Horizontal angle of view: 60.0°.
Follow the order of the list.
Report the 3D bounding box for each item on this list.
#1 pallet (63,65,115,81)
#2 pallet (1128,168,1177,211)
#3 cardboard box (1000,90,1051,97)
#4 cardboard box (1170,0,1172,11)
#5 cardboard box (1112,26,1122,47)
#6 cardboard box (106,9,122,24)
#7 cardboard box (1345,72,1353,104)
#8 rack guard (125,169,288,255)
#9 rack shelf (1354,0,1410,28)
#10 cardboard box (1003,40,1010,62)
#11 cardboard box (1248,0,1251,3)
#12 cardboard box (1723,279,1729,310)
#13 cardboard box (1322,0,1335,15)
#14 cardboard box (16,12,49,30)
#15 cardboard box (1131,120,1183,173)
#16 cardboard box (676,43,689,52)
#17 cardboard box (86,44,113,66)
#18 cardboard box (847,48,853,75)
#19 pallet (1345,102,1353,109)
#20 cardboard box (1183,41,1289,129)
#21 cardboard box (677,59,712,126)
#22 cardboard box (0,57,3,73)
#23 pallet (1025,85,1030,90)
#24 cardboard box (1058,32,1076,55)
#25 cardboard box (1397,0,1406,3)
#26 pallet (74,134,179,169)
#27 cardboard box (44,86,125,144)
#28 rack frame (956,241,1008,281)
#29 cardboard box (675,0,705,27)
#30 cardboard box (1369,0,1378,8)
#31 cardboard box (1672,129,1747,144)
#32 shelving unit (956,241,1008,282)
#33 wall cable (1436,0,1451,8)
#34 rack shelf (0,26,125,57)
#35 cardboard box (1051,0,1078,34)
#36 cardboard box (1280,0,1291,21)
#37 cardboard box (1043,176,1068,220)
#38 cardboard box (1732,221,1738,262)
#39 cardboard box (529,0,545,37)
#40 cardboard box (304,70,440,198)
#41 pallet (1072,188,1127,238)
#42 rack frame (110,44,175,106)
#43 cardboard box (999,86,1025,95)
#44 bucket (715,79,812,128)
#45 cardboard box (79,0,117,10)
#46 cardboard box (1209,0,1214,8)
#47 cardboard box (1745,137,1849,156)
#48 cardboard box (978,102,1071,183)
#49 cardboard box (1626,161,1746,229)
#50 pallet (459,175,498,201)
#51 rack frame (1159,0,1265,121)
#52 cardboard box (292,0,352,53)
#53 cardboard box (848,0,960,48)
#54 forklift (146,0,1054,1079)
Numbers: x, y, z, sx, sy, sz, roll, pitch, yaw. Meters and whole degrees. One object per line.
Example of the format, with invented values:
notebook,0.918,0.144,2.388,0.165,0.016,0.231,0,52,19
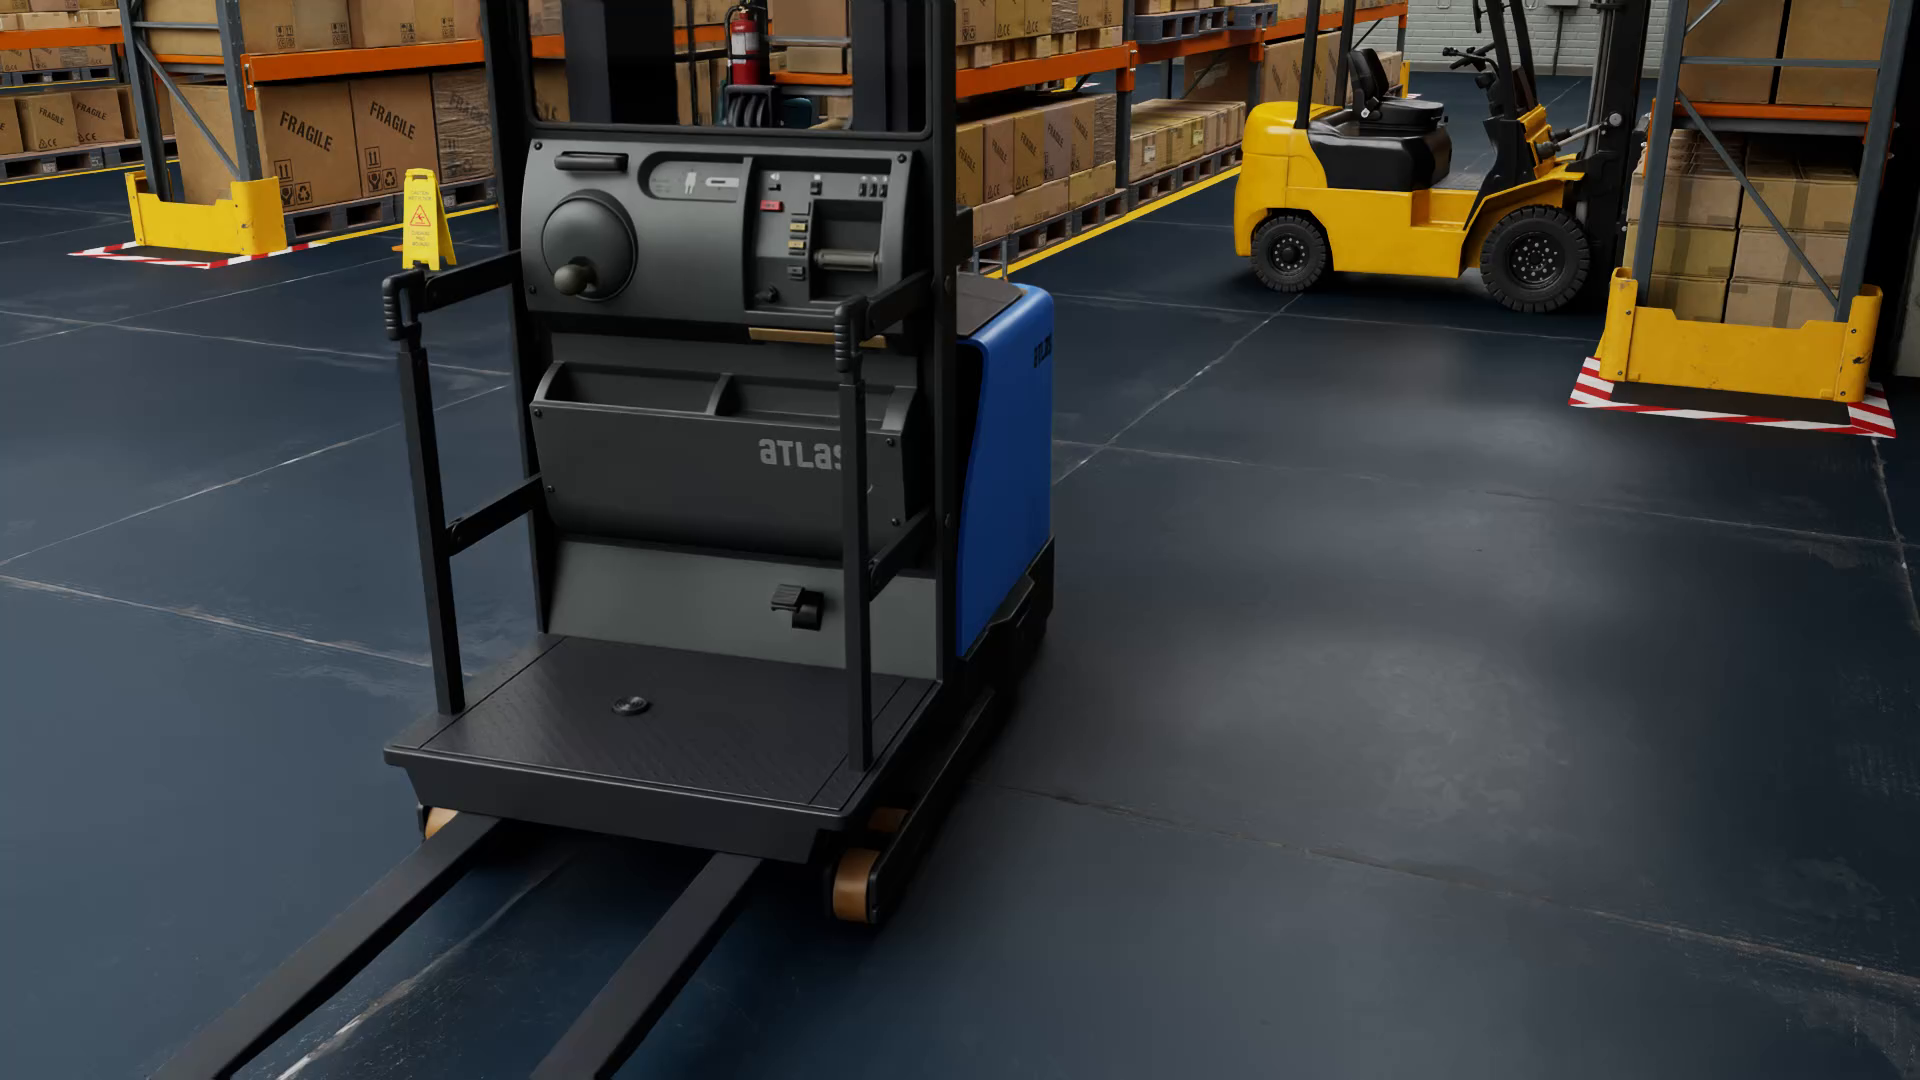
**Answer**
pallet,-14.232,-7.687,27.270,1.003,0.211,1.213,9,21,23
pallet,1.185,-3.014,14.128,1.003,0.211,1.213,9,21,23
cardboard box,0.379,-3.202,12.853,0.500,0.500,0.500,10,22,25
cardboard box,1.538,-4.467,13.801,0.380,0.149,0.250,10,22,26
cardboard box,1.014,-3.831,12.640,0.380,0.149,0.250,8,21,22
cardboard box,-8.262,-5.082,16.156,0.380,0.149,0.250,9,21,23
cardboard box,4.498,-5.703,20.725,0.875,0.438,0.875,8,21,22
rack guard,-5.338,-2.330,11.774,1.175,0.500,0.348,9,21,23
rack shelf,4.962,-6.807,21.708,1.077,0.370,4.000,9,21,23
cardboard box,0.105,-3.217,10.913,0.380,0.149,0.250,9,22,25
cardboard box,2.542,-5.167,15.770,0.380,0.149,0.250,9,21,24
cardboard box,3.876,-1.427,8.981,0.500,0.250,0.500,9,21,23
cardboard box,3.980,-6.137,18.973,0.500,0.250,0.500,8,21,22
cardboard box,-8.621,-4.768,15.275,0.380,0.149,0.250,9,21,23
cardboard box,1.371,-3.430,14.432,0.950,0.372,0.625,10,22,26
cardboard box,-4.554,-7.282,24.514,0.875,0.875,0.875,9,21,23
cardboard box,-14.085,-7.945,26.905,0.500,0.500,0.500,9,21,23
cardboard box,-0.443,-2.824,9.807,0.380,0.149,0.250,9,21,23
pallet,4.526,-5.443,20.959,1.003,0.211,1.213,9,21,23
cardboard box,2.864,-4.709,17.277,0.875,0.875,0.875,8,21,22
cardboard box,-3.119,-4.372,16.517,1.050,0.750,0.750,9,21,23
cardboard box,-14.915,-7.323,25.157,0.500,0.500,0.500,8,21,21
pallet,0.327,-6.454,23.801,1.003,0.211,1.213,9,21,23
cardboard box,0.601,-3.520,11.765,0.380,0.149,0.250,8,21,22
cardboard box,5.825,-7.621,22.773,0.500,0.500,0.500,9,21,23
pallet,-8.416,-3.925,16.691,1.003,0.211,1.213,9,21,23
cardboard box,-8.602,-4.176,16.340,0.500,0.500,0.500,17,26,40
rack frame,0.072,-0.548,5.944,0.200,1.050,0.008,9,21,23
cardboard box,-2.816,-5.216,16.009,0.500,0.500,0.500,8,21,22
cardboard box,4.994,-6.994,21.009,0.500,0.500,0.500,9,21,23
cardboard box,4.501,-2.370,10.140,0.500,0.250,0.500,9,22,25
shelving unit,0.022,-0.511,5.839,0.215,1.050,0.252,9,21,23
wall cable,8.069,-9.978,27.987,0.585,1.953,0.123,9,21,23
rack shelf,-8.993,-4.499,15.216,1.077,0.370,4.000,9,21,23
cardboard box,0.499,-3.789,11.554,0.500,0.500,0.500,9,22,24
cardboard box,3.129,-5.516,17.226,0.500,0.250,0.500,8,21,21
cardboard box,0.449,-2.455,11.873,0.500,0.250,0.500,9,21,24
cardboard box,3.889,-1.668,8.914,0.500,0.250,0.500,8,21,22
cardboard box,-4.035,-4.523,13.986,0.875,0.550,0.550,9,21,23
cardboard box,-4.752,-3.197,13.027,0.875,0.875,0.875,8,21,22
pallet,0.625,-2.566,12.868,1.003,0.211,1.213,9,21,23
rack frame,-11.054,-7.352,22.164,1.000,3.000,0.127,9,21,23
cardboard box,0.274,-3.477,12.660,0.380,0.149,0.250,9,21,23
bucket,-1.642,-3.554,14.102,0.726,0.611,0.620,18,16,41
cardboard box,-8.651,-5.359,15.969,0.875,0.500,0.500,9,21,23
cardboard box,2.024,-4.775,14.666,0.380,0.149,0.250,8,21,21
cardboard box,4.761,-2.142,9.498,0.500,0.250,0.500,8,21,22
cardboard box,0.455,-2.816,11.767,0.500,0.500,0.500,10,22,26
cardboard box,3.663,-1.744,8.380,0.500,0.250,0.500,9,22,25
pallet,-4.073,-3.202,14.658,1.003,0.211,1.213,9,21,23
rack frame,2.505,-5.312,16.430,1.000,3.000,0.127,9,21,23
cardboard box,-5.012,-3.876,12.168,0.875,0.550,0.550,9,21,23
cardboard box,-0.324,-3.161,9.787,0.500,0.500,0.500,8,21,22
forklift,-0.613,-0.691,3.539,1.130,2.935,3.031,6,20,15
